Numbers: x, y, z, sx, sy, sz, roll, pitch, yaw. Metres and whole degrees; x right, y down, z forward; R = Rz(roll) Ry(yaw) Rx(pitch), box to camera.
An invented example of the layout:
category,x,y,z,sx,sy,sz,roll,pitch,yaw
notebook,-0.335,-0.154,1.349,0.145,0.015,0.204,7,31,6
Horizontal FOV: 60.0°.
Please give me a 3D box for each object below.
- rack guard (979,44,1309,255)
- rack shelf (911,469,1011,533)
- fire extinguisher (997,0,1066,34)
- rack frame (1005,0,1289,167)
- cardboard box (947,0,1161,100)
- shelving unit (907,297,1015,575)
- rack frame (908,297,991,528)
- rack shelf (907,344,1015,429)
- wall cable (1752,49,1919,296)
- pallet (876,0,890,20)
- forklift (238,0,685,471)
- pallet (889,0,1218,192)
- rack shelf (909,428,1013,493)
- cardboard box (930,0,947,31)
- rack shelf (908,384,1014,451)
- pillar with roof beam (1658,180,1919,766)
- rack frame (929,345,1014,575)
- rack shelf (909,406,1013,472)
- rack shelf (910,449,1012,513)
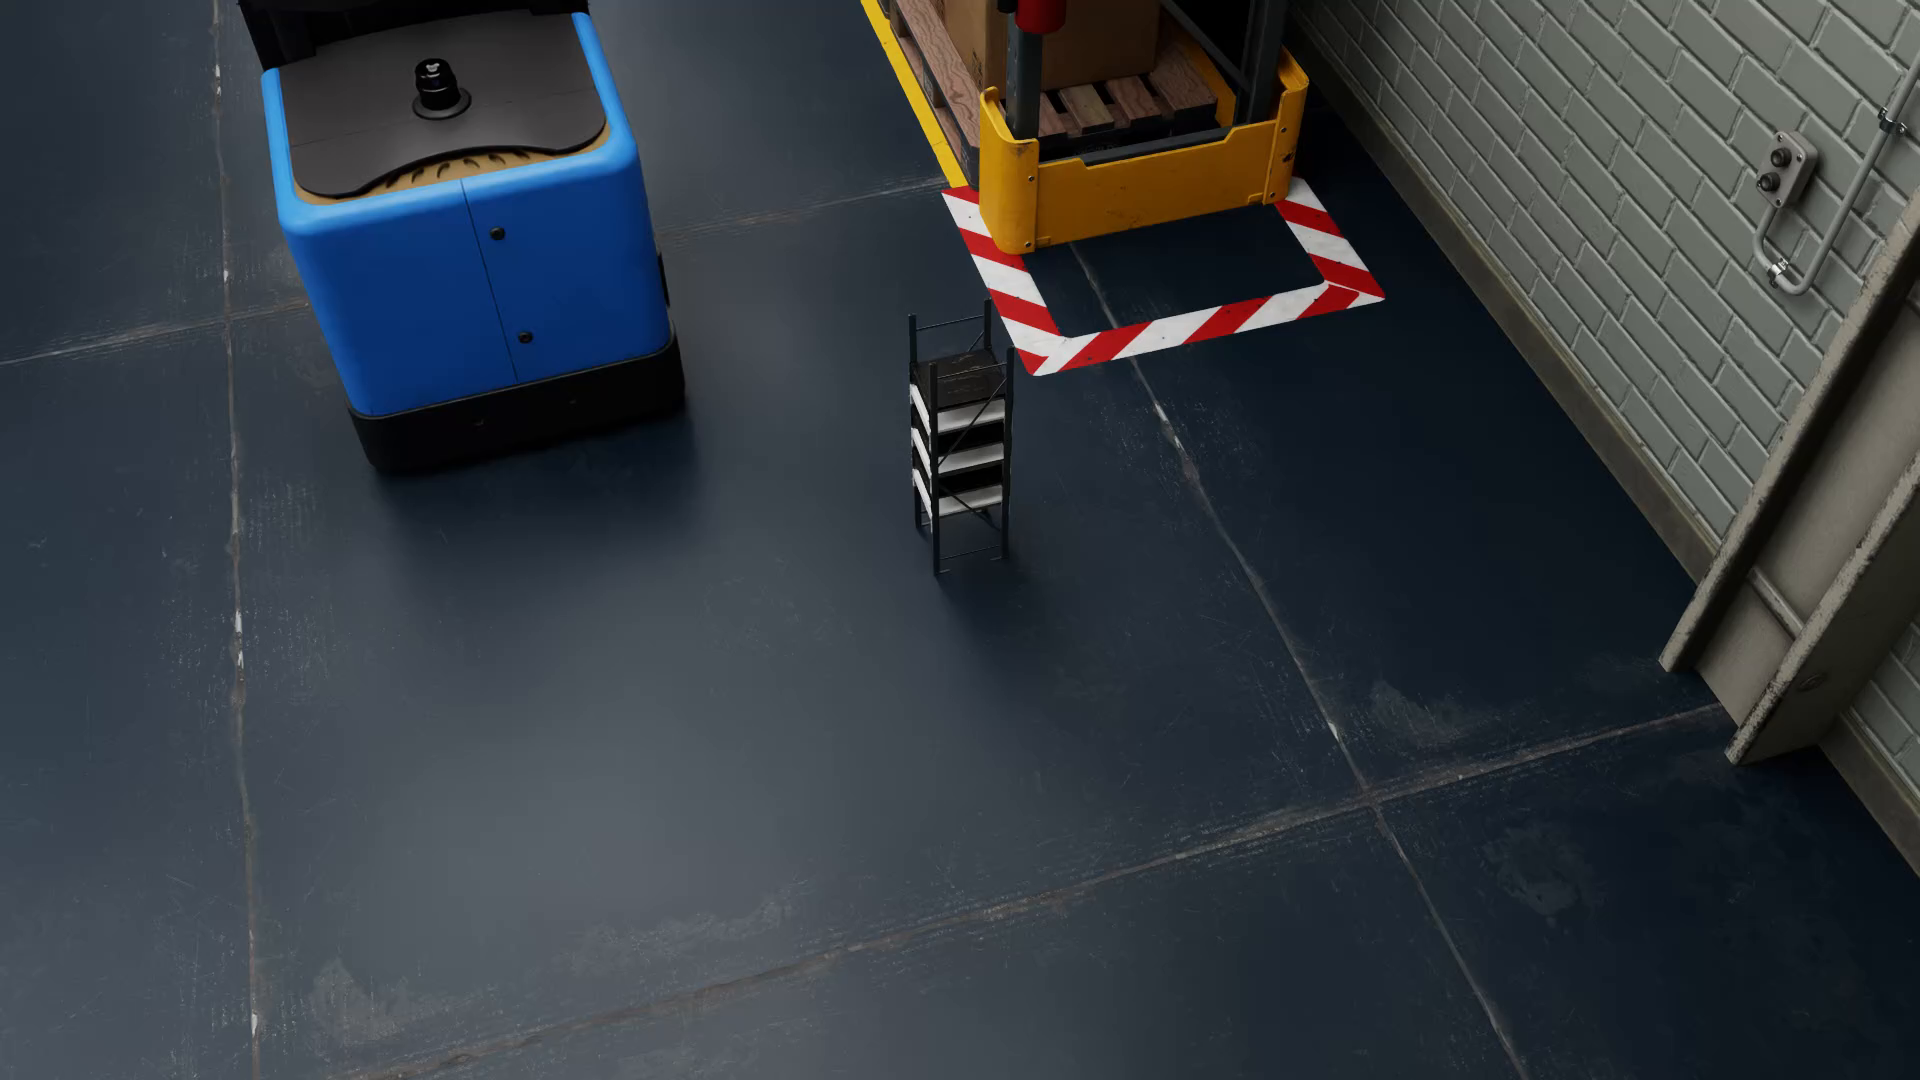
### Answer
category,x,y,z,sx,sy,sz,roll,pitch,yaw
rack guard,0.665,-1.457,6.152,1.175,0.500,0.348,-13,51,-11
rack shelf,0.002,-0.147,5.064,0.258,0.077,0.200,-13,51,-11
fire extinguisher,0.261,-1.921,5.202,0.296,0.674,0.183,-13,51,-11
rack frame,0.658,-2.281,5.211,1.000,3.000,0.127,-13,51,-11
cardboard box,0.355,-2.099,6.418,0.700,0.500,0.500,-13,51,-11
shelving unit,0.002,-0.284,4.901,0.258,0.900,0.210,-13,51,-11
rack frame,-0.028,-0.358,4.964,0.240,0.900,0.006,-13,51,-11
rack shelf,0.002,-0.437,4.720,0.258,0.077,0.200,-13,51,-11
wall cable,1.940,-1.887,4.214,0.084,1.984,1.851,-13,51,-11
pallet,-0.011,-2.838,7.504,1.003,0.211,1.213,-13,51,-11
forklift,-1.886,-2.322,5.291,1.130,2.935,3.031,-15,51,-12
pallet,0.346,-1.948,6.754,1.003,0.211,1.213,-13,51,-11
rack shelf,0.002,-0.263,4.926,0.258,0.077,0.200,-13,51,-11
cardboard box,0.207,-2.464,6.726,0.700,0.500,0.500,-13,51,-11
rack shelf,0.002,-0.379,4.789,0.258,0.077,0.200,-13,51,-11
pillar with roof beam,-1.830,-1.465,0.599,9.100,9.000,0.400,-13,51,-11
rack frame,0.032,-0.210,4.838,0.240,0.900,0.006,-13,51,-11
rack shelf,0.002,-0.321,4.858,0.258,0.077,0.200,-13,51,-11
rack shelf,0.002,-0.205,4.995,0.258,0.077,0.200,-13,51,-11
